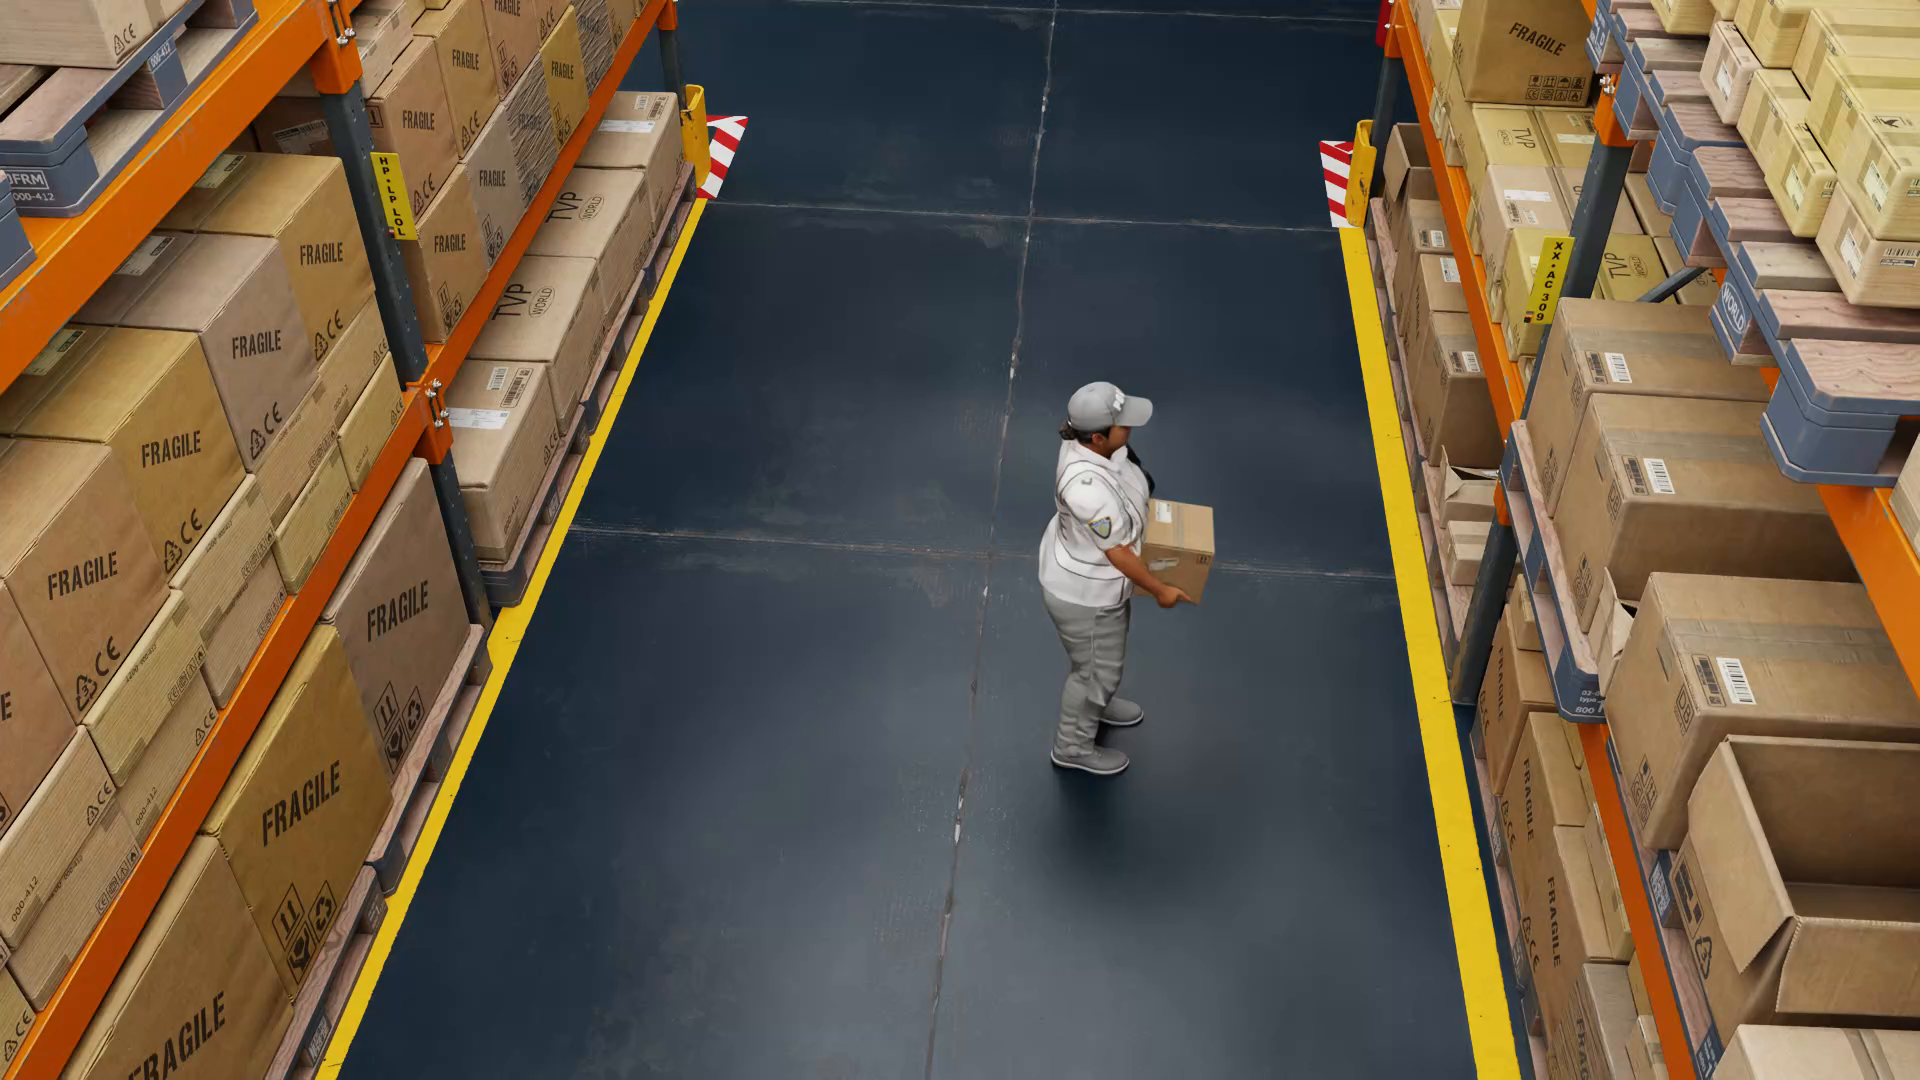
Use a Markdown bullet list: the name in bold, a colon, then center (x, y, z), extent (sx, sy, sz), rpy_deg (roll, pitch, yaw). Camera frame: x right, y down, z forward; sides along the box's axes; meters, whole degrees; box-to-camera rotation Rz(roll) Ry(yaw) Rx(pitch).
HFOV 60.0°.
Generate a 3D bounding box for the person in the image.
- **person**: center (0.552, 0.137, 6.001), extent (0.540, 1.663, 0.452), rpy_deg (3, 40, 4)
